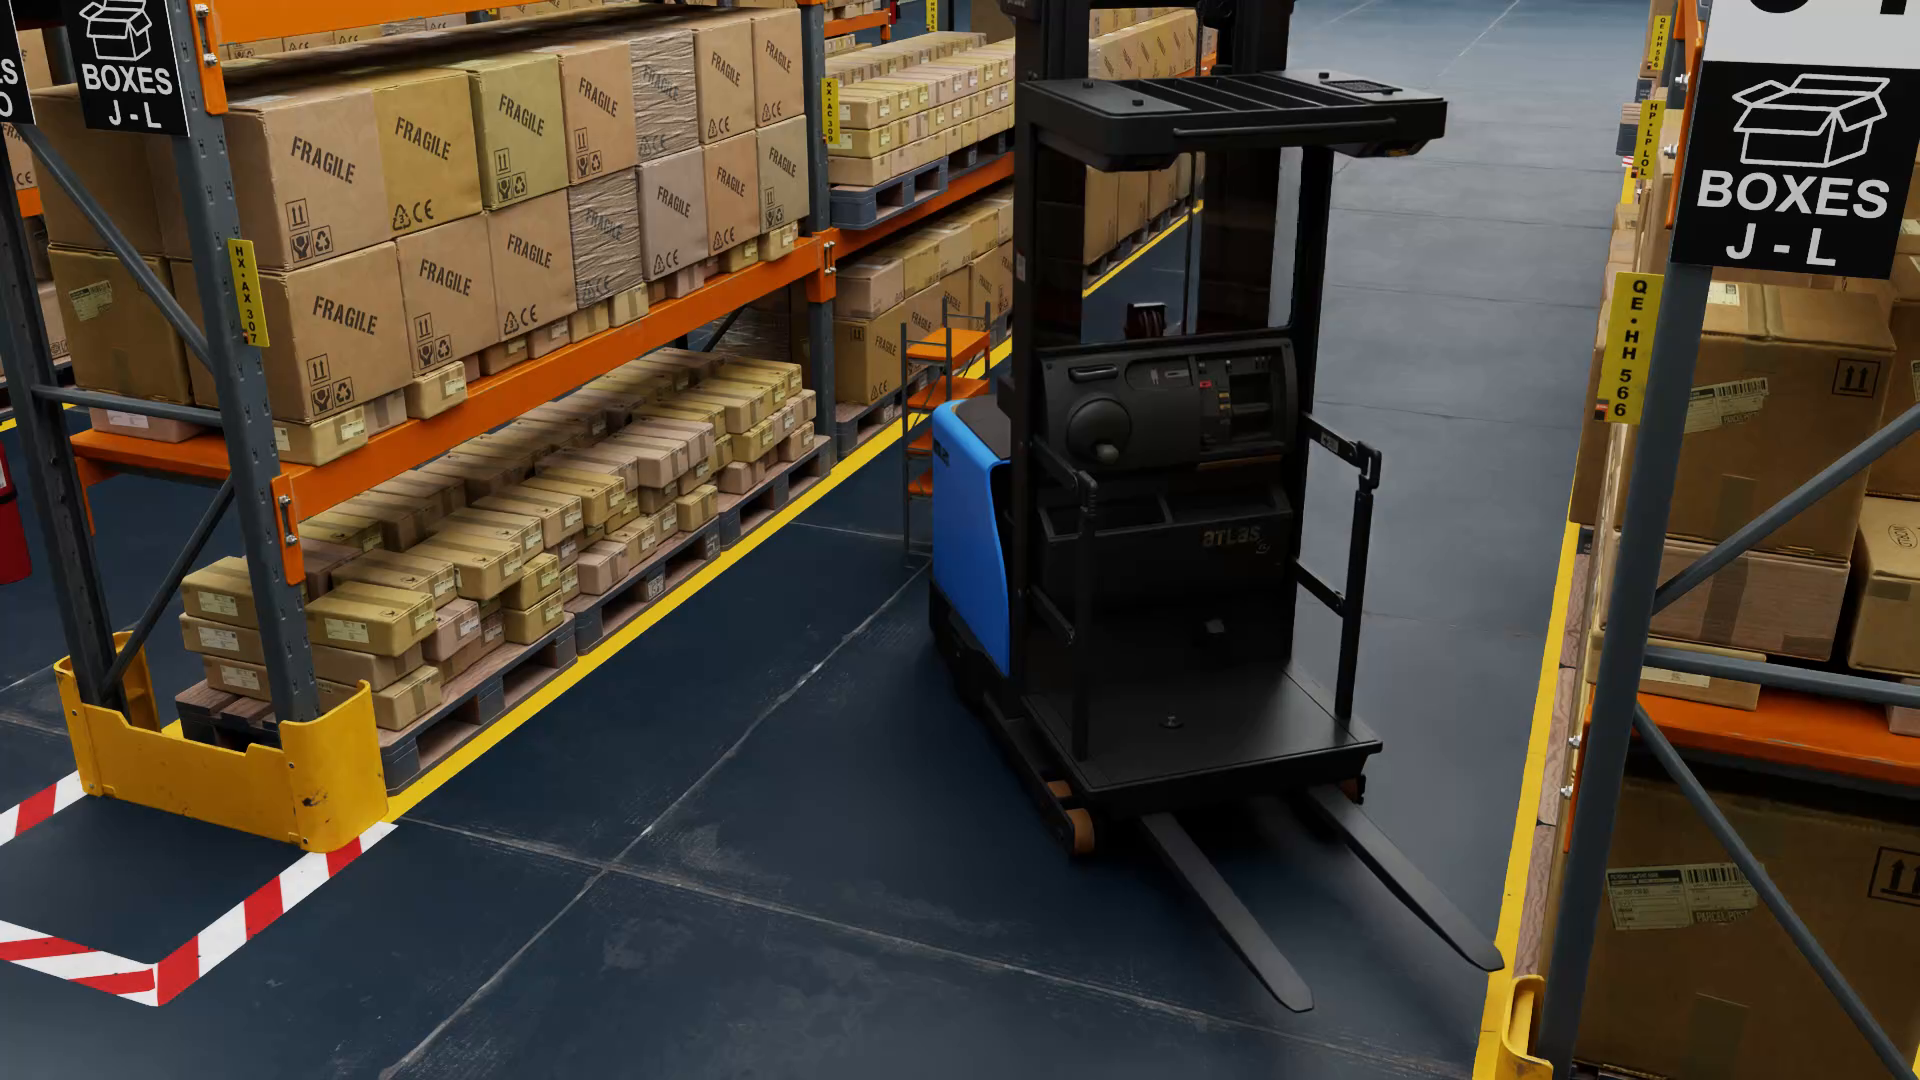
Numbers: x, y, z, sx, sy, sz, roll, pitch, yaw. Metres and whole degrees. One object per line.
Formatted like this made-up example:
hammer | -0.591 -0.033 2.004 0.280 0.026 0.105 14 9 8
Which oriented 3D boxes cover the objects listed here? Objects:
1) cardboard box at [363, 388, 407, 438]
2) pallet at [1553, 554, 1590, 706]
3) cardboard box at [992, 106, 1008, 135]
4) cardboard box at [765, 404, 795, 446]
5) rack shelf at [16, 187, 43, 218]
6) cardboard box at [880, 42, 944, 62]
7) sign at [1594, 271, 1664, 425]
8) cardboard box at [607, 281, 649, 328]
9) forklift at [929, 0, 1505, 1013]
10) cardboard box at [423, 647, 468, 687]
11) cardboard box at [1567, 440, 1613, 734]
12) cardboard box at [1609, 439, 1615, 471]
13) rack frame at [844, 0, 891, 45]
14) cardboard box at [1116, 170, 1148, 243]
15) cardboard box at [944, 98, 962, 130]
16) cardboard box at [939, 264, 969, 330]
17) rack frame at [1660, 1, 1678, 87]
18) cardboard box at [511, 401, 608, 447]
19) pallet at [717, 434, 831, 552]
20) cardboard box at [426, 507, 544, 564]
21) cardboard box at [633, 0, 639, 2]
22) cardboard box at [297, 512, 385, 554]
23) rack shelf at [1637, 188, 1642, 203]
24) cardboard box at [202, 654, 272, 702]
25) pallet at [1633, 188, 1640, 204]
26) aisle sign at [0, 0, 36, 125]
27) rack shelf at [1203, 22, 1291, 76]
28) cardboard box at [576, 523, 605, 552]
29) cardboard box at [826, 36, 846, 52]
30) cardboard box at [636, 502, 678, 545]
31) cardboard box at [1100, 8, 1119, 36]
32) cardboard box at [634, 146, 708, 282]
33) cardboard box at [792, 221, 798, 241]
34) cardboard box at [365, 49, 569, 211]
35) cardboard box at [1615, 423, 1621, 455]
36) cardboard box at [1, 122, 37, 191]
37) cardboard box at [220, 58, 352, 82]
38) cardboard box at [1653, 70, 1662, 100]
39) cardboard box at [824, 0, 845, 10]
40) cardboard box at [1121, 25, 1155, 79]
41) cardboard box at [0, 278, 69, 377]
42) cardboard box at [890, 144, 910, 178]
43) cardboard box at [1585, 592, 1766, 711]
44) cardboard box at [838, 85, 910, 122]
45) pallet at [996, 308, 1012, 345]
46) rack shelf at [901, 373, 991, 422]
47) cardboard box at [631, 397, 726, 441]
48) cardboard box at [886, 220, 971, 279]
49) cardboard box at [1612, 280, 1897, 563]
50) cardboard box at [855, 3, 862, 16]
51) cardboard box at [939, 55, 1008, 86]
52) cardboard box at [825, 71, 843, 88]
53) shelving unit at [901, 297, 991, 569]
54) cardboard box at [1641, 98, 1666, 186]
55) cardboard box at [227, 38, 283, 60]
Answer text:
cardboard box | -2.173 -0.473 5.816 0.380 0.149 0.250 10 25 22
pallet | 3.045 0.440 6.923 1.003 0.211 1.213 9 24 20
cardboard box | 0.080 -2.663 10.514 0.380 0.149 0.250 10 24 22
cardboard box | -1.078 -0.613 8.593 0.380 0.149 0.250 8 24 18
rack shelf | -6.544 -1.479 8.832 1.077 0.370 4.000 9 24 20
cardboard box | -0.325 -3.222 11.080 0.380 0.149 0.250 8 24 18
sign | 1.415 -0.402 3.512 0.100 0.325 0.005 9 24 20
cardboard box | -1.570 -1.032 7.156 0.380 0.149 0.250 9 24 21
forklift | 0.792 -0.445 5.513 1.130 2.935 3.031 -7 24 -16
cardboard box | -2.140 0.452 6.430 0.380 0.149 0.250 9 24 20
cardboard box | 2.746 0.226 6.029 0.875 0.875 0.875 9 24 20
cardboard box | 2.309 -0.282 5.359 0.380 0.149 0.250 9 24 21
rack frame | -1.344 -6.821 20.687 1.000 3.000 0.127 9 24 20
cardboard box | 0.950 -2.959 13.817 1.050 0.750 0.750 9 24 21
cardboard box | -0.210 -2.520 9.785 0.380 0.149 0.250 10 25 22
cardboard box | -0.270 -1.500 10.647 0.500 0.500 0.500 9 24 21
rack frame | 4.886 -2.539 10.437 1.000 3.000 0.127 9 24 20
cardboard box | -1.940 -0.549 8.056 0.380 0.149 0.250 9 24 21
pallet | -1.384 -0.322 8.746 1.003 0.211 1.213 9 24 20
cardboard box | -1.925 -0.002 6.746 0.380 0.149 0.250 8 24 17
cardboard box | -3.168 -5.207 15.763 0.500 0.500 0.500 10 25 22
cardboard box | -2.567 0.006 6.725 0.380 0.149 0.250 8 24 19
rack shelf | 5.629 -2.923 12.289 1.077 0.370 4.000 9 24 20
cardboard box | -2.652 0.481 6.361 0.380 0.149 0.250 9 24 21
pallet | 6.588 -2.929 14.989 1.003 0.211 1.213 9 24 20
aisle sign | -2.959 -1.639 4.909 0.394 0.787 0.004 9 24 20
rack shelf | 2.547 -5.100 17.502 1.077 0.370 4.000 9 24 20
cardboard box | -1.789 -0.067 7.286 0.380 0.149 0.250 10 25 23
cardboard box | -1.569 -5.836 19.539 0.380 0.149 0.250 9 24 21
cardboard box | -1.541 -0.089 7.725 0.380 0.149 0.250 9 24 21
cardboard box | 0.869 -4.317 13.267 0.700 0.500 0.500 8 24 19
cardboard box | -1.465 -1.460 7.339 0.500 0.500 0.500 9 24 20
cardboard box | -1.056 -1.602 8.520 0.380 0.149 0.250 8 24 19
cardboard box | -1.845 -1.554 6.266 0.500 0.500 0.500 8 24 19
cardboard box | 2.226 -0.319 4.931 0.500 0.250 0.500 8 24 18
cardboard box | -5.736 -2.370 9.902 0.500 0.500 0.500 9 24 21
cardboard box | -2.526 -1.448 6.012 0.500 0.500 0.500 8 24 18
cardboard box | 5.164 -3.192 11.325 0.700 0.500 0.500 13 26 28
cardboard box | -1.669 -6.413 19.196 0.500 0.500 0.500 9 24 20
cardboard box | 1.297 -3.994 13.791 0.500 0.500 0.500 9 24 19
cardboard box | -6.134 -1.329 10.318 0.875 0.438 0.875 8 24 19
cardboard box | -0.497 -2.107 9.183 0.380 0.149 0.250 9 24 21
cardboard box | 1.741 0.265 4.049 0.380 0.149 0.250 9 24 21
cardboard box | -0.496 -2.382 9.070 0.380 0.149 0.250 9 24 22
pallet | 0.027 -1.719 12.092 1.003 0.211 1.213 9 24 20
rack shelf | -0.061 -0.639 7.817 0.258 0.148 0.480 9 24 20
cardboard box | -1.371 -0.573 8.113 0.380 0.149 0.250 10 25 22
cardboard box | -0.259 -1.840 10.488 0.500 0.250 0.500 10 25 22
cardboard box | 1.851 -0.302 3.918 0.500 0.500 0.500 9 24 21
cardboard box | -1.390 -6.345 19.875 0.380 0.149 0.250 8 24 19
cardboard box | 0.079 -2.934 10.392 0.380 0.149 0.250 10 25 23
cardboard box | -0.906 -2.660 9.736 0.380 0.149 0.250 9 24 20
shelving unit | -0.061 -0.494 7.877 0.258 1.200 0.503 9 24 20
cardboard box | 4.263 -2.265 9.652 0.500 0.500 0.500 8 24 19
cardboard box | -5.019 -3.515 11.347 0.500 0.500 0.500 8 24 19
